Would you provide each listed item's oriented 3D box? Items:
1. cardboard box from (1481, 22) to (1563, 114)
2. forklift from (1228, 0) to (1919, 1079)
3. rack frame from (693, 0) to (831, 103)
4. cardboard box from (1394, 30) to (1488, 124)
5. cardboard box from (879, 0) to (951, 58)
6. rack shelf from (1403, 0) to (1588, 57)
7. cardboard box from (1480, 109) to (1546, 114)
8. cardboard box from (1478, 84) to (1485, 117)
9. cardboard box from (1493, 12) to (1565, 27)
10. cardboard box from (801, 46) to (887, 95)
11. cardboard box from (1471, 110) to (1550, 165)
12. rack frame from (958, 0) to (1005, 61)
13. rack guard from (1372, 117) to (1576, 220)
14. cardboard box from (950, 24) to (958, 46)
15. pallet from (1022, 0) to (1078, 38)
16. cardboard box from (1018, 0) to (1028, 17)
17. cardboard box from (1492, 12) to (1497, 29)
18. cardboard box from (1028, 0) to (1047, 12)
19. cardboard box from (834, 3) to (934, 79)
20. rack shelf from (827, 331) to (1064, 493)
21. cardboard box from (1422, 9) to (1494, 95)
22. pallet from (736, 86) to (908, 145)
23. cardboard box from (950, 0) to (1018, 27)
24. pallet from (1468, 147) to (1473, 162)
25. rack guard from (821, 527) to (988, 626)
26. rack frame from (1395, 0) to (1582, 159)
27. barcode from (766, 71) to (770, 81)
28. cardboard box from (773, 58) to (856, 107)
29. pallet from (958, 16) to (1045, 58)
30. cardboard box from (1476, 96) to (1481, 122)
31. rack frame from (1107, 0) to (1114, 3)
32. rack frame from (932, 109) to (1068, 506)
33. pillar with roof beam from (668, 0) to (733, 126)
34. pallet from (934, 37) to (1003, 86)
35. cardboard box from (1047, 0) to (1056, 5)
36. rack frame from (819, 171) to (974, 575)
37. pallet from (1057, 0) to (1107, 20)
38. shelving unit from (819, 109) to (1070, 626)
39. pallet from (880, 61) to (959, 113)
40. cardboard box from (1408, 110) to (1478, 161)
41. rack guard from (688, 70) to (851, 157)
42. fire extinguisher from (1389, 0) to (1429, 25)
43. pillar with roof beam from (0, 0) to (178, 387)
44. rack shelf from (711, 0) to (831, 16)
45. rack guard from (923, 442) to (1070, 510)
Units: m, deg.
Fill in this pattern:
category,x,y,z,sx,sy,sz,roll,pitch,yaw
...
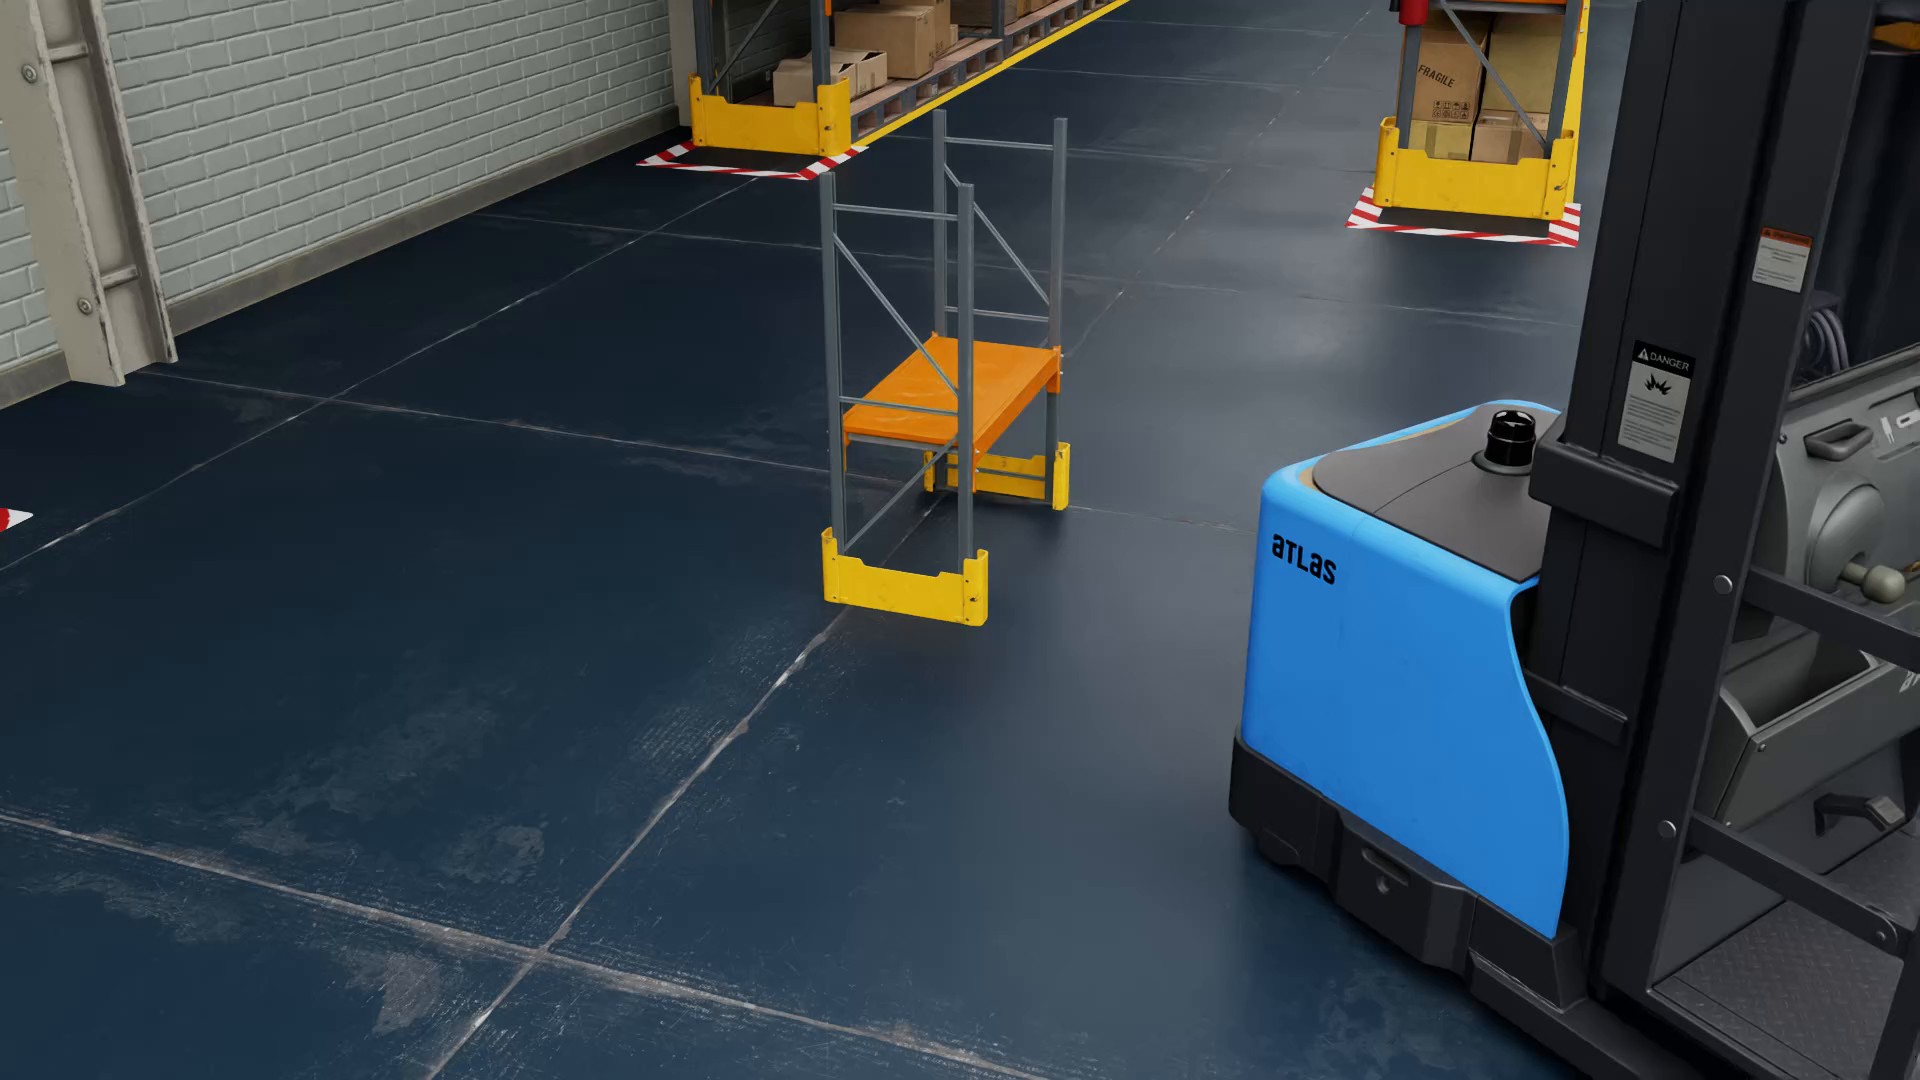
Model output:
category,x,y,z,sx,sy,sz,roll,pitch,yaw
cardboard box,3.814,-3.183,11.194,0.500,0.500,0.500,9,27,17
forklift,1.992,-0.116,3.125,1.130,2.935,3.031,-17,31,-31
rack frame,-1.411,-4.217,11.517,1.000,3.000,0.127,9,27,17
cardboard box,3.159,-3.052,10.925,0.500,0.500,0.500,9,27,17
cardboard box,-0.388,-4.501,14.468,0.500,0.500,0.500,7,27,14
rack shelf,3.927,-3.998,11.891,1.077,0.370,4.000,9,27,17
cardboard box,3.812,-2.845,11.358,0.500,0.250,0.500,9,27,17
cardboard box,3.481,-3.127,11.941,0.500,0.250,0.500,9,27,17
cardboard box,3.968,-3.390,11.622,0.500,0.500,0.500,9,27,17
cardboard box,-0.907,-3.710,13.051,0.500,0.311,0.500,11,28,22
cardboard box,3.649,-2.639,10.933,0.500,0.250,0.500,9,27,17
rack frame,-0.080,-5.860,14.912,1.000,3.000,0.127,9,27,17
rack guard,3.253,-2.365,10.561,1.175,0.500,0.348,9,27,17
cardboard box,-0.230,-4.559,14.970,0.380,0.166,0.250,5,26,11
pallet,0.582,-5.429,17.220,1.003,0.211,1.213,9,27,17
cardboard box,0.274,-5.458,16.444,0.700,0.500,0.500,8,27,16
cardboard box,3.646,-3.671,12.202,0.500,0.500,0.500,9,27,17
cardboard box,0.481,-5.662,16.865,0.700,0.500,0.500,9,27,18
cardboard box,-0.615,-4.089,13.618,0.700,0.500,0.500,7,27,14
rack shelf,-0.028,-0.478,5.929,0.538,0.185,1.000,9,27,17
cardboard box,3.478,-3.465,11.778,0.500,0.500,0.500,9,27,17
pallet,-1.082,-3.322,12.868,1.003,0.211,1.213,9,27,17
cardboard box,0.149,-5.238,15.990,0.700,0.500,0.500,10,27,19
pallet,3.476,-2.565,11.306,1.003,0.211,1.213,9,27,17
rack guard,-0.191,0.123,5.708,0.587,0.250,0.087,9,27,17
rack frame,3.261,-3.500,10.036,1.000,3.000,0.127,9,27,17
barcode,-1.467,-3.545,12.700,0.001,0.075,0.075,9,27,17
cardboard box,-1.096,-3.476,12.567,0.500,0.311,0.500,6,26,12
pallet,0.177,-4.926,16.181,1.003,0.211,1.213,9,27,17
cardboard box,3.316,-2.922,11.516,0.500,0.250,0.500,9,27,17
rack frame,1.251,-7.504,18.307,1.000,3.000,0.127,9,27,17
rack frame,0.141,-0.849,6.282,0.500,1.500,0.032,9,27,17
pillar with roof beam,2.065,-6.706,9.773,9.100,9.000,0.400,9,27,17
pallet,-0.270,-4.324,14.939,1.003,0.211,1.213,9,27,17
cardboard box,0.641,-5.871,17.296,0.700,0.500,0.500,9,27,17
rack frame,-0.198,-0.431,5.419,0.500,1.500,0.032,9,27,17
pallet,0.989,-5.928,18.252,1.003,0.211,1.213,9,27,17
shelving unit,-0.025,-0.644,5.858,0.587,1.500,1.083,9,27,17
pallet,-0.675,-3.821,13.900,1.003,0.211,1.213,9,27,17
cardboard box,3.161,-2.715,11.088,0.500,0.250,0.500,9,27,17
rack guard,-1.386,-3.123,12.126,1.175,0.500,0.348,9,27,17
fire extinguisher,2.784,-3.484,10.092,0.296,0.674,0.183,9,27,17
pillar with roof beam,0.069,-4.240,4.681,9.100,9.000,0.400,9,27,17
rack shelf,-0.746,-4.715,13.371,1.077,0.370,4.000,9,27,17
rack guard,0.140,-0.286,6.554,0.587,0.250,0.087,9,27,17
